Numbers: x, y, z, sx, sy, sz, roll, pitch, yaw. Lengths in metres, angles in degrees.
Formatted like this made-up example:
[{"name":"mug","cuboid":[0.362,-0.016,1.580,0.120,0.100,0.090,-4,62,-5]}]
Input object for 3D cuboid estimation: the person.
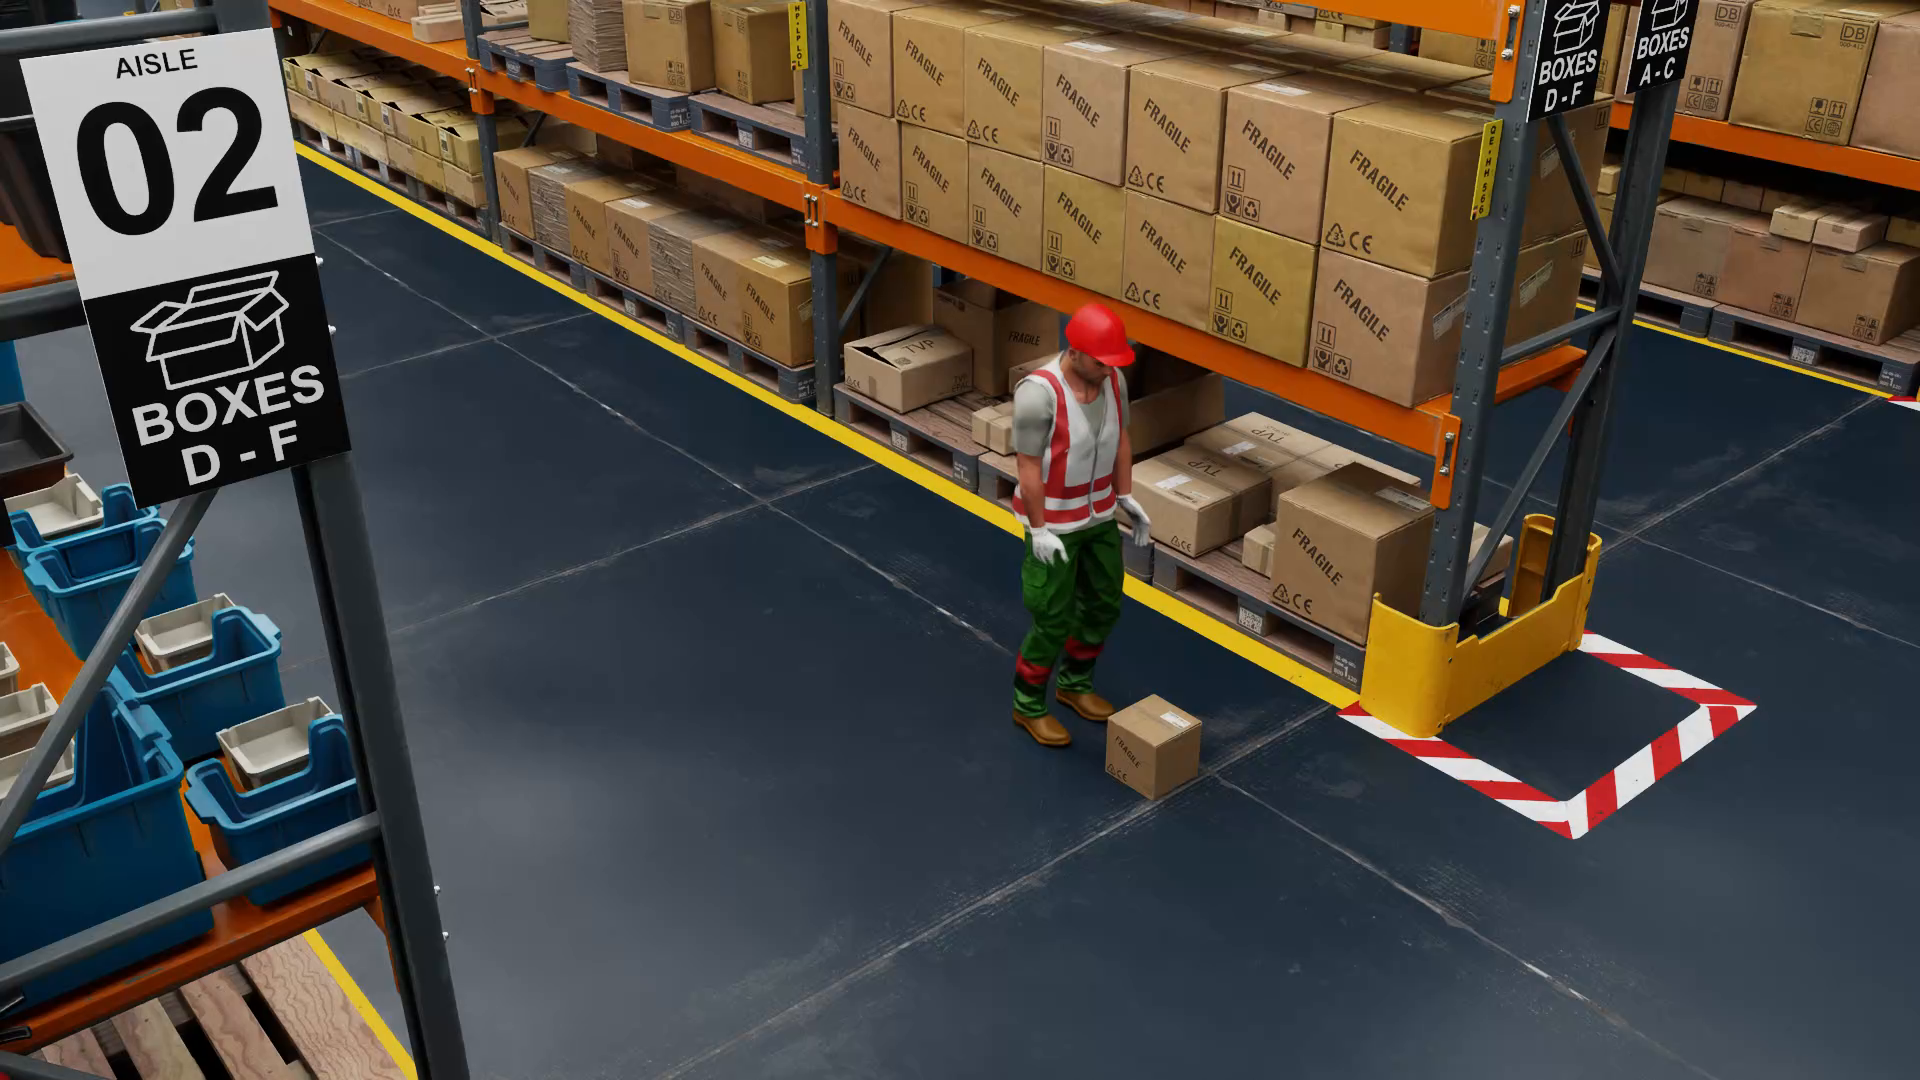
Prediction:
[{"name":"person","cuboid":[0.445,-0.065,6.253,0.536,1.757,0.414,-21,34,-34]}]
